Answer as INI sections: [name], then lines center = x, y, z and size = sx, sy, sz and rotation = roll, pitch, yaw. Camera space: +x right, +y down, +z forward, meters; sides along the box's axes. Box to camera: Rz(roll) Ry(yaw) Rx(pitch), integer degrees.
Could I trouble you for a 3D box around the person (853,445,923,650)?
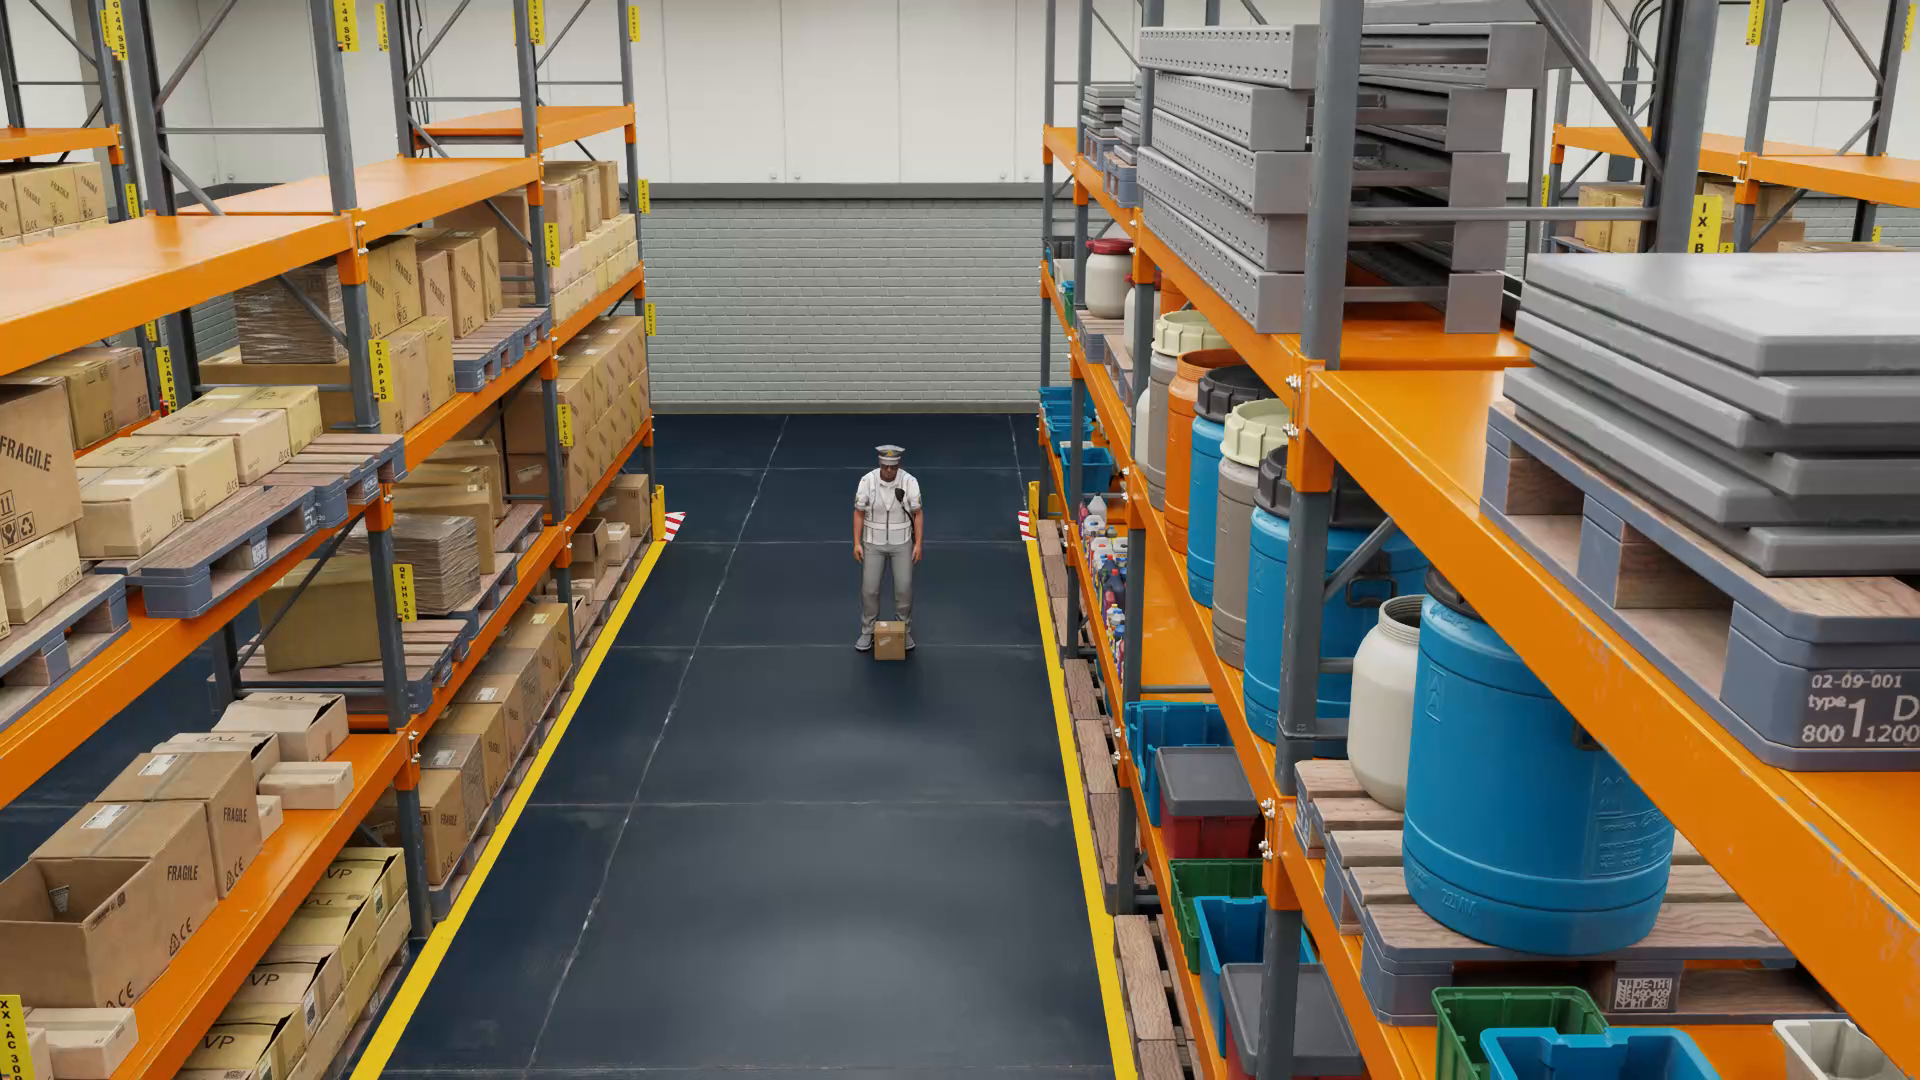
[person]
center = -0.600, 0.039, 13.904
size = 0.585, 1.747, 0.439
rotation = 0, 17, -1
